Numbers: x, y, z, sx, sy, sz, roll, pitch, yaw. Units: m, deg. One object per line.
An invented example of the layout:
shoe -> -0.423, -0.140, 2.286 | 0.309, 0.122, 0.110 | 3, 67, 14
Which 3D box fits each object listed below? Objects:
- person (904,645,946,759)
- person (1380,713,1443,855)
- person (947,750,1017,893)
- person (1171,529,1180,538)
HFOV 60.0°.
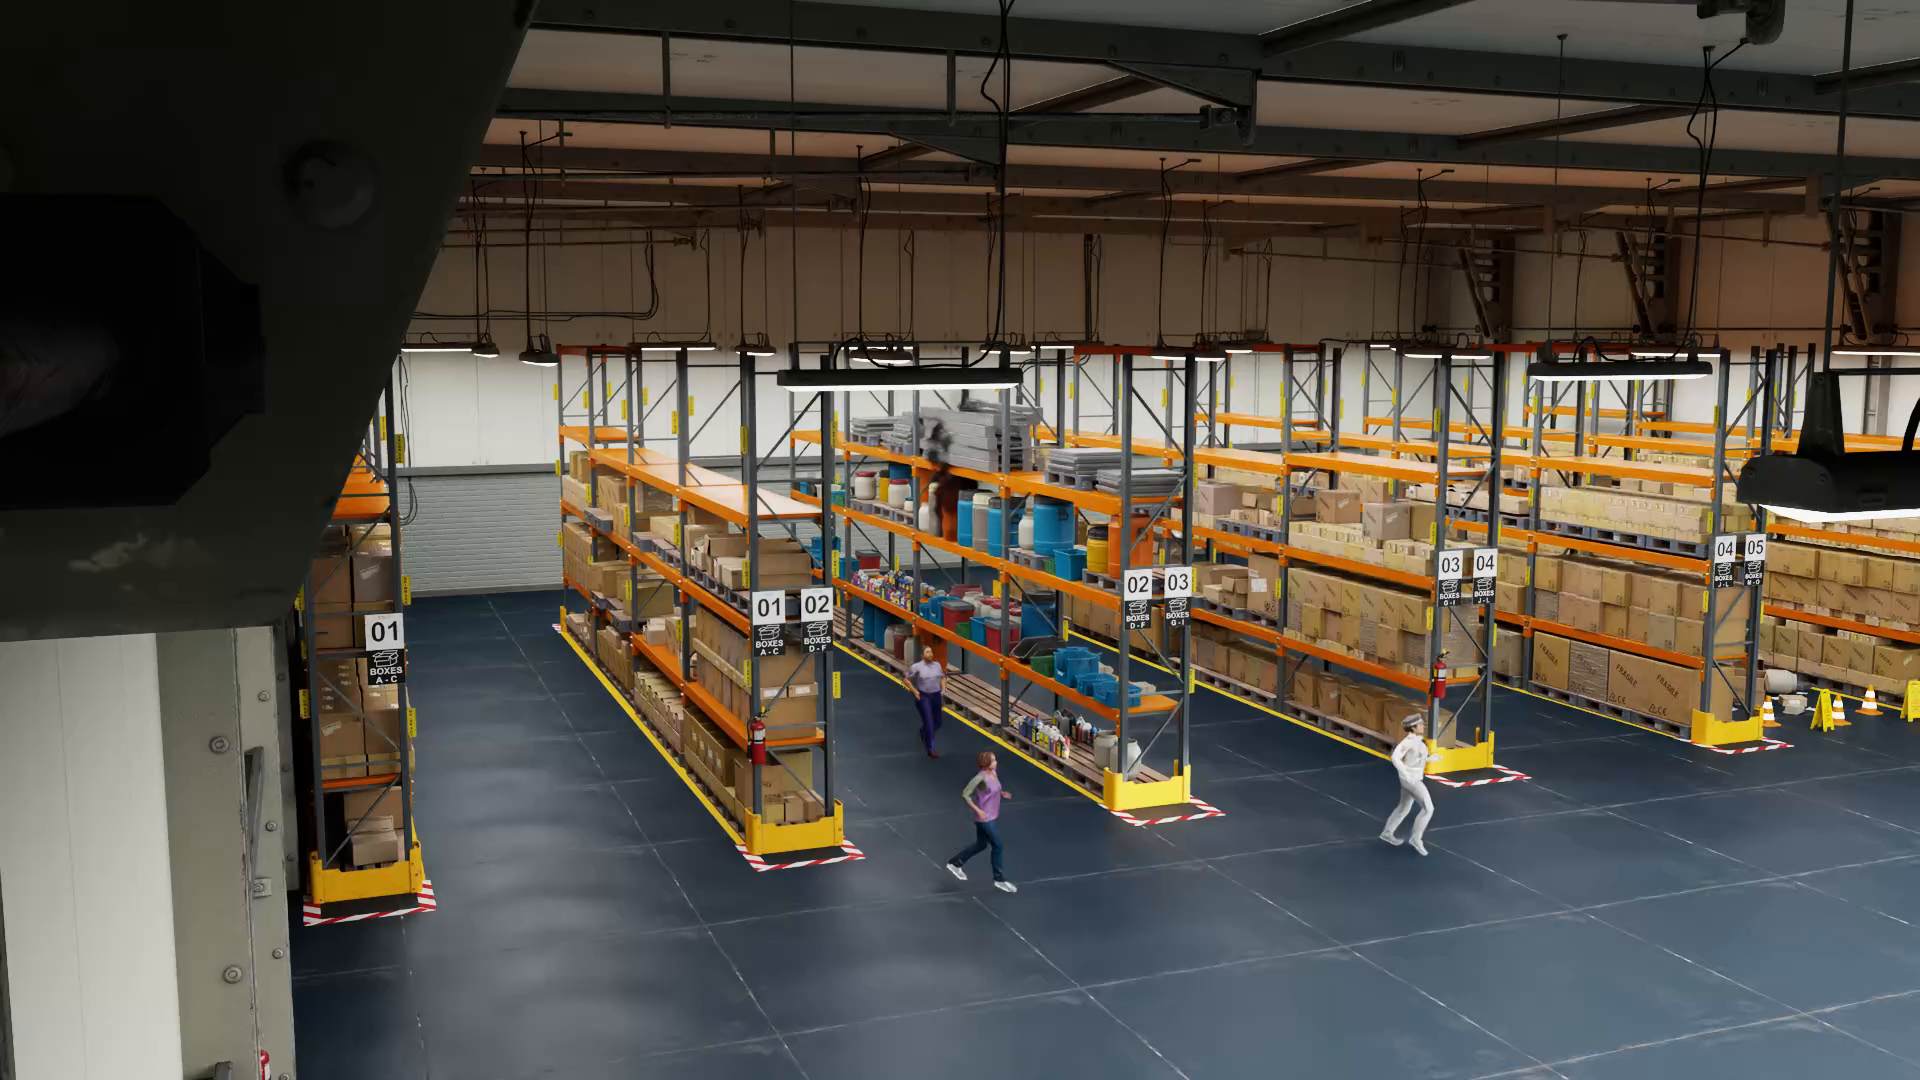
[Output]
person -> -0.475, 2.347, 24.429 | 0.620, 1.608, 0.785 | -4, 8, -29
person -> 5.486, 2.941, 20.197 | 0.713, 1.743, 0.602 | 2, 8, 17
person -> 0.254, 3.158, 18.807 | 0.820, 1.613, 0.524 | 2, 7, 13
person -> 5.309, 0.298, 41.438 | 0.603, 1.616, 0.693 | -3, 8, -23
